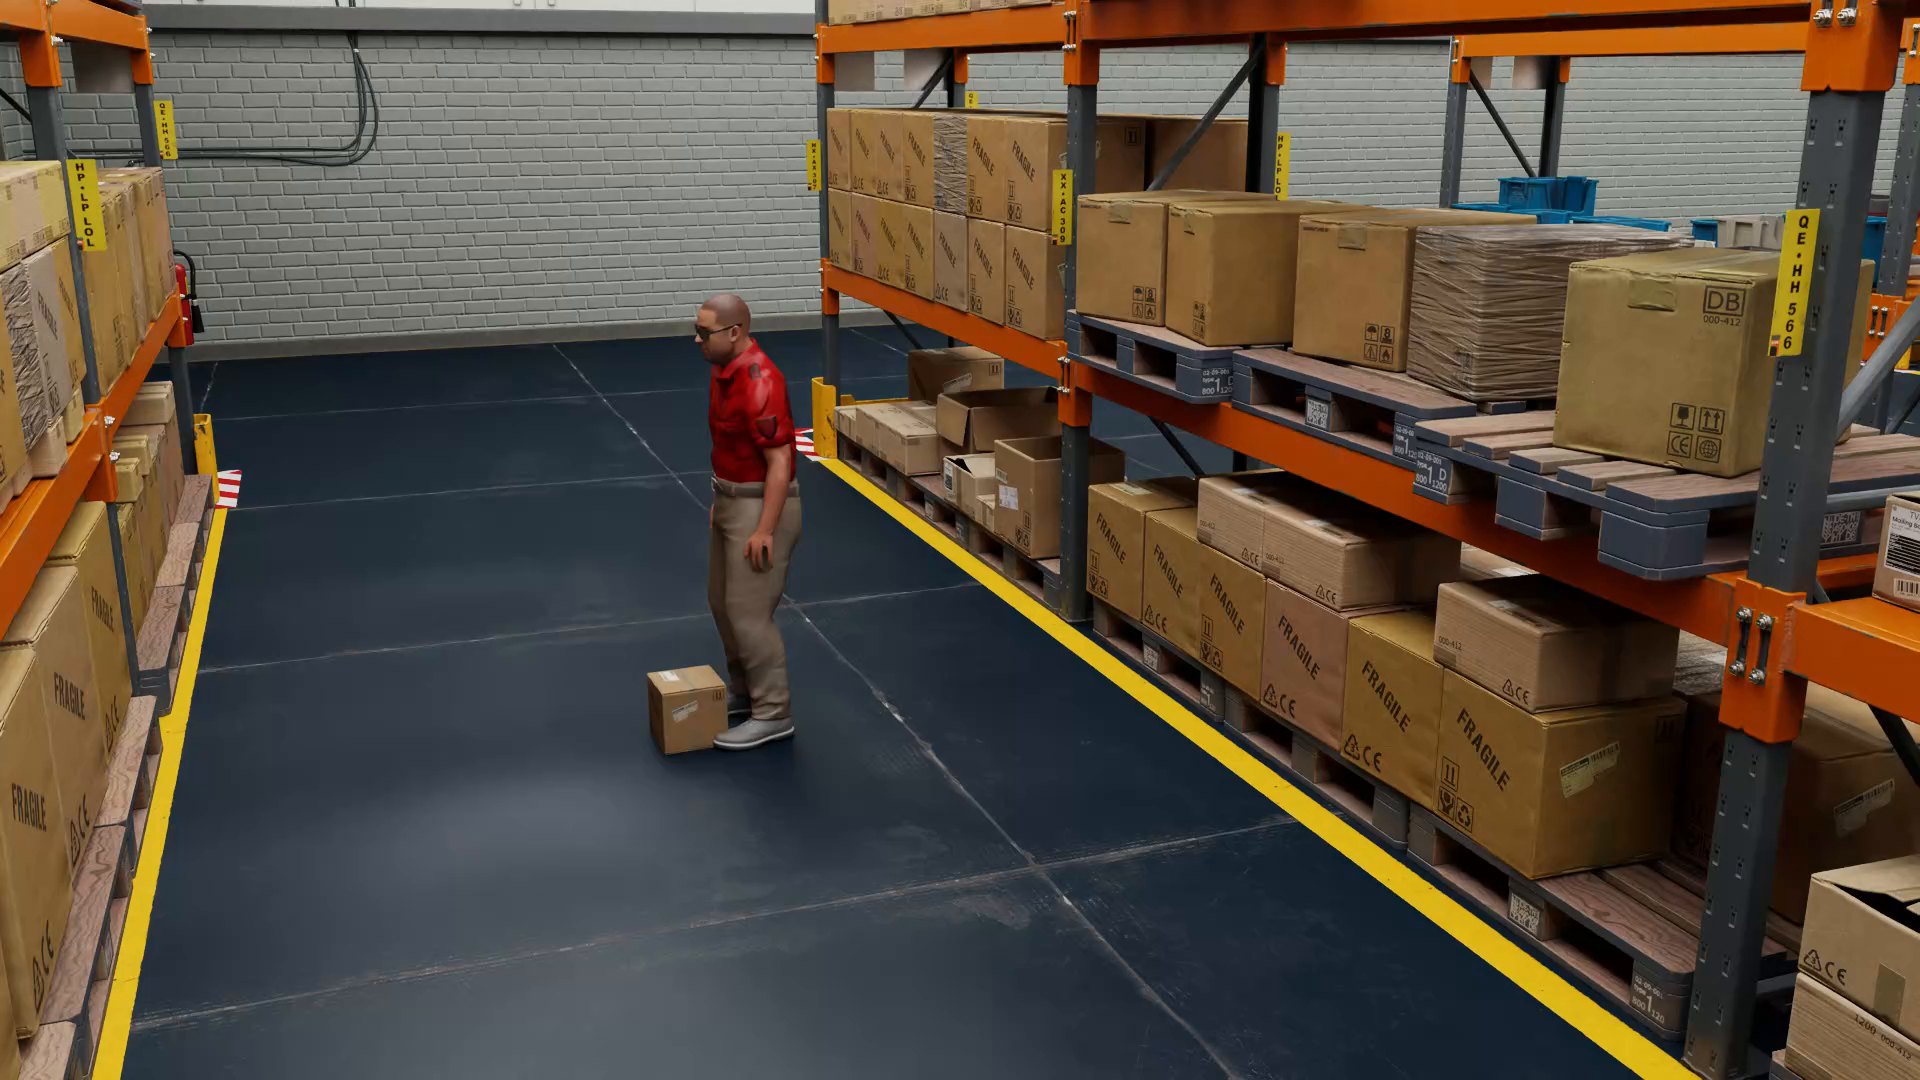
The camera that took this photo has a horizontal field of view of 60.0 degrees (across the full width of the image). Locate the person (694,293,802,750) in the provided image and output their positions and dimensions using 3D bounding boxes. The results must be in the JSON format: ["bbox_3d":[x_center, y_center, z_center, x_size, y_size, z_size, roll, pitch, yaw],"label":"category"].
[{"bbox_3d":[-0.820,-0.083,6.352,0.393,1.725,0.594,-7,17,-23],"label":"person"}]
